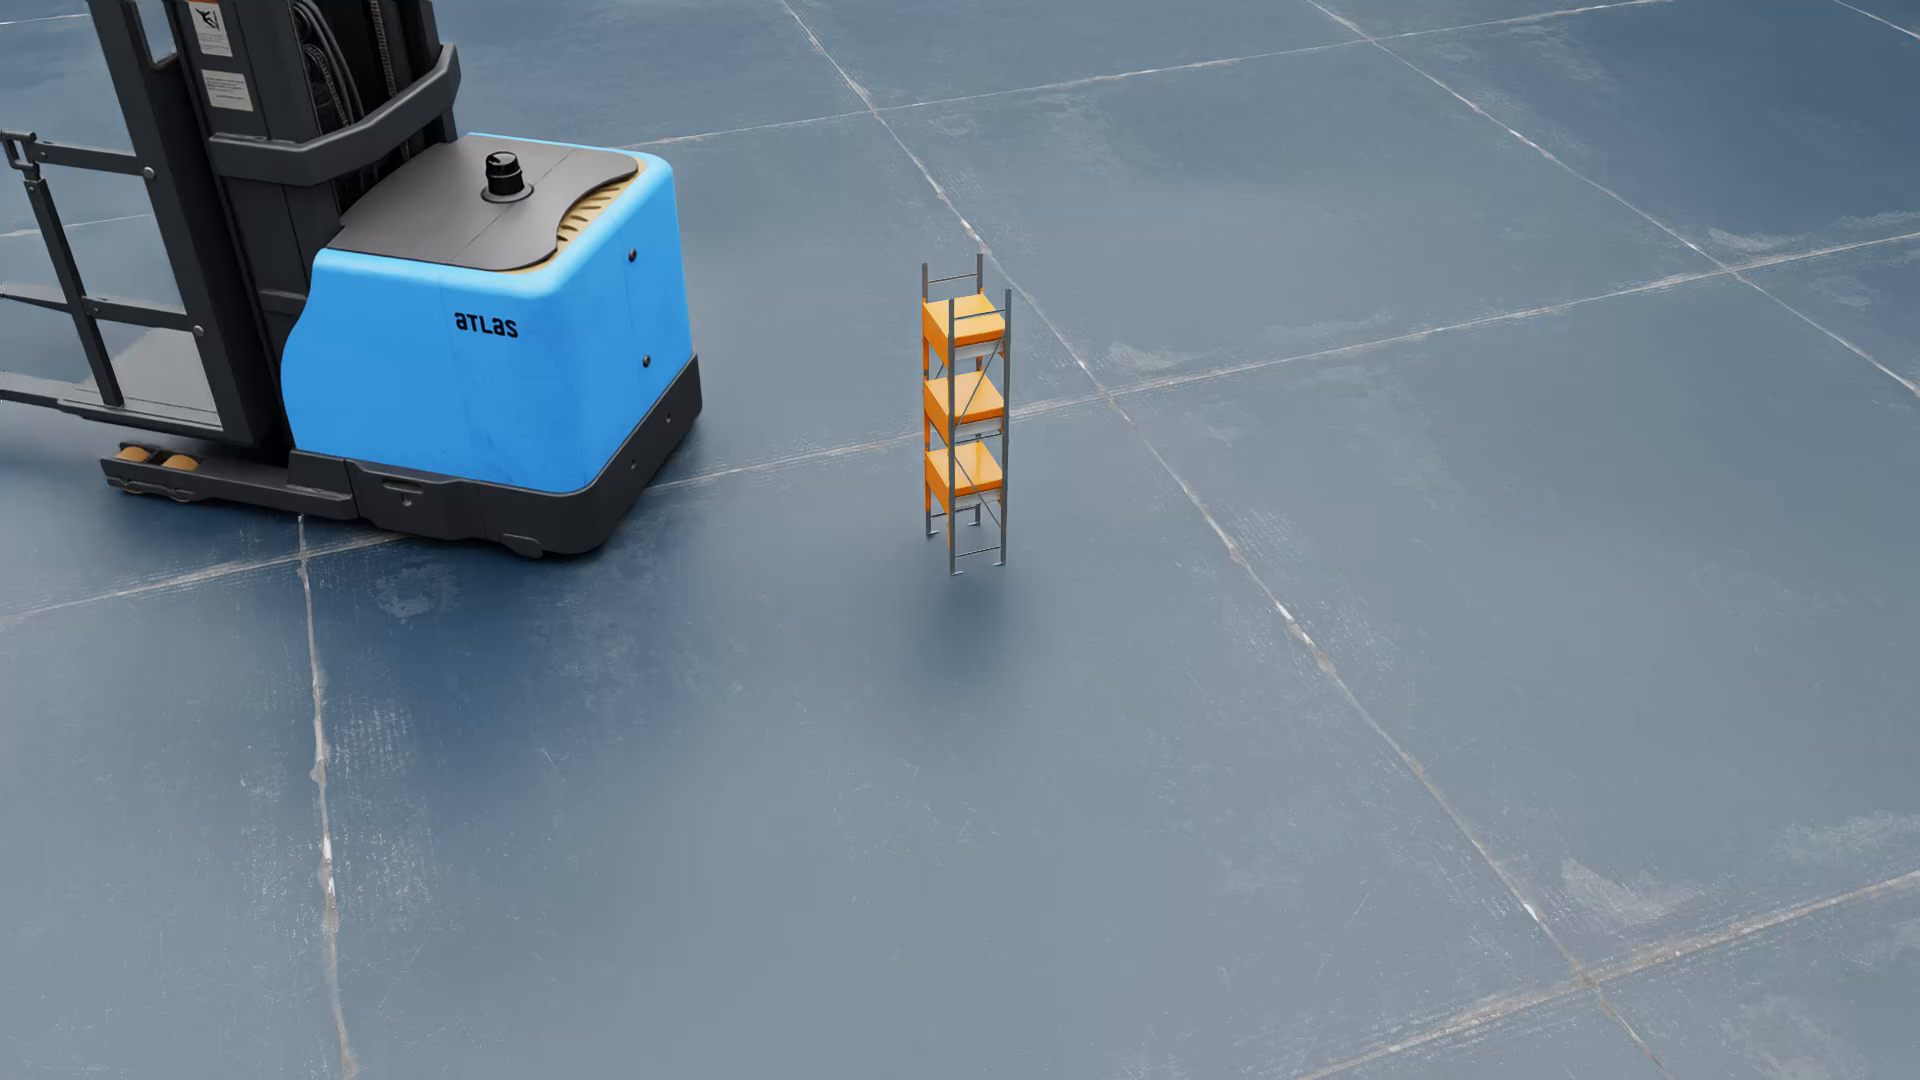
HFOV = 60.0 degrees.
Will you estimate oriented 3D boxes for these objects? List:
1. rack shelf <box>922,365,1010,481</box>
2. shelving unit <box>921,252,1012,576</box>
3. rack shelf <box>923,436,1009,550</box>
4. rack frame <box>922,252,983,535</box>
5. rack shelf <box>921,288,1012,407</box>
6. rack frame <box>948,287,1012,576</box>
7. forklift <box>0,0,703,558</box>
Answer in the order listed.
[{"bbox_3d":[0.018,-0.381,5.400,0.215,0.259,0.240,-12,39,-16],"label":"rack shelf"},{"bbox_3d":[0.018,-0.389,5.394,0.215,1.050,0.252,-12,39,-16],"label":"shelving unit"},{"bbox_3d":[0.018,-0.159,5.568,0.215,0.259,0.240,-12,39,-16],"label":"rack shelf"},{"bbox_3d":[-0.024,-0.458,5.485,0.200,1.050,0.008,-12,39,-16],"label":"rack frame"},{"bbox_3d":[0.018,-0.607,5.230,0.215,0.259,0.240,-12,39,-16],"label":"rack shelf"},{"bbox_3d":[0.060,-0.320,5.302,0.200,1.050,0.008,-12,39,-16],"label":"rack frame"},{"bbox_3d":[-2.549,-1.600,5.438,3.031,2.935,1.130,10,38,12],"label":"forklift"}]
